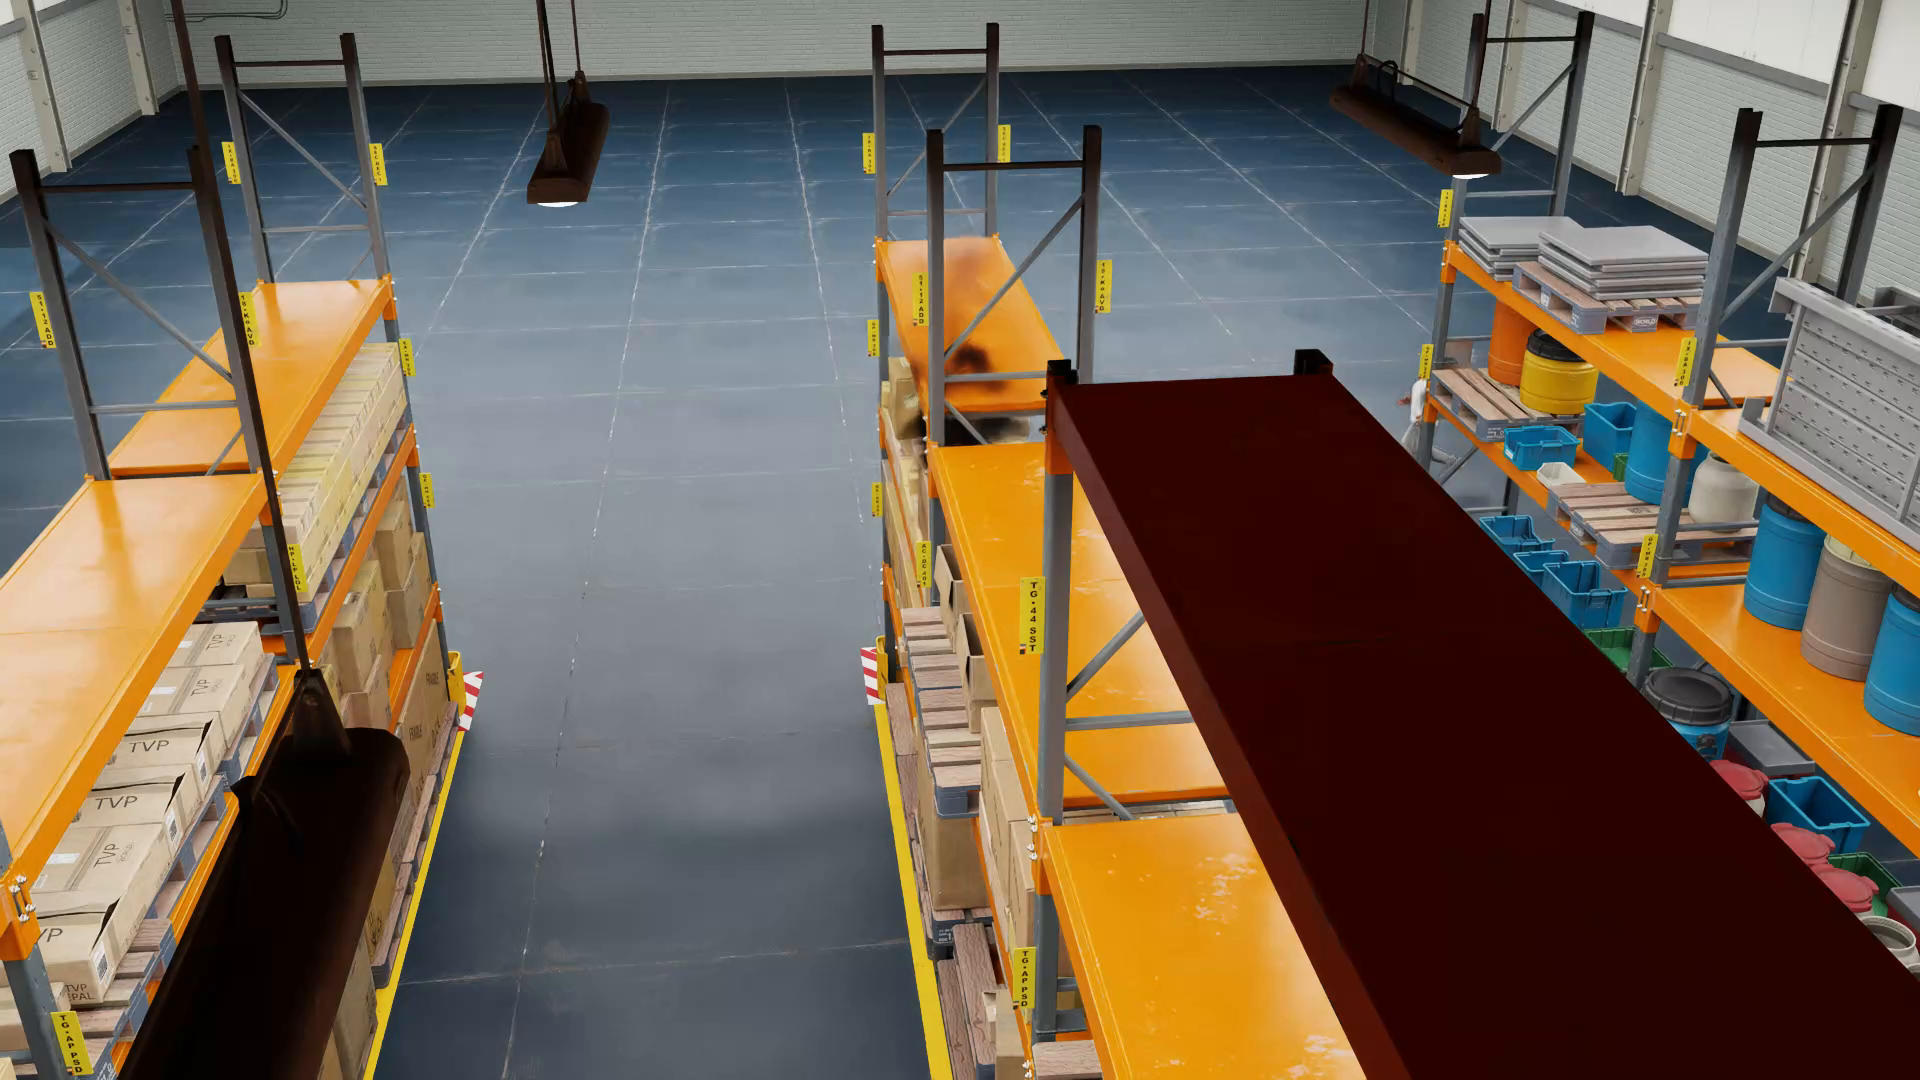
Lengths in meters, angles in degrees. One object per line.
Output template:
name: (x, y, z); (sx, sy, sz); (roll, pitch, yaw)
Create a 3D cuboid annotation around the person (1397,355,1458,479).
person: (5.445, -1.380, 19.389); (0.855, 1.752, 0.706); (6, 26, 12)
